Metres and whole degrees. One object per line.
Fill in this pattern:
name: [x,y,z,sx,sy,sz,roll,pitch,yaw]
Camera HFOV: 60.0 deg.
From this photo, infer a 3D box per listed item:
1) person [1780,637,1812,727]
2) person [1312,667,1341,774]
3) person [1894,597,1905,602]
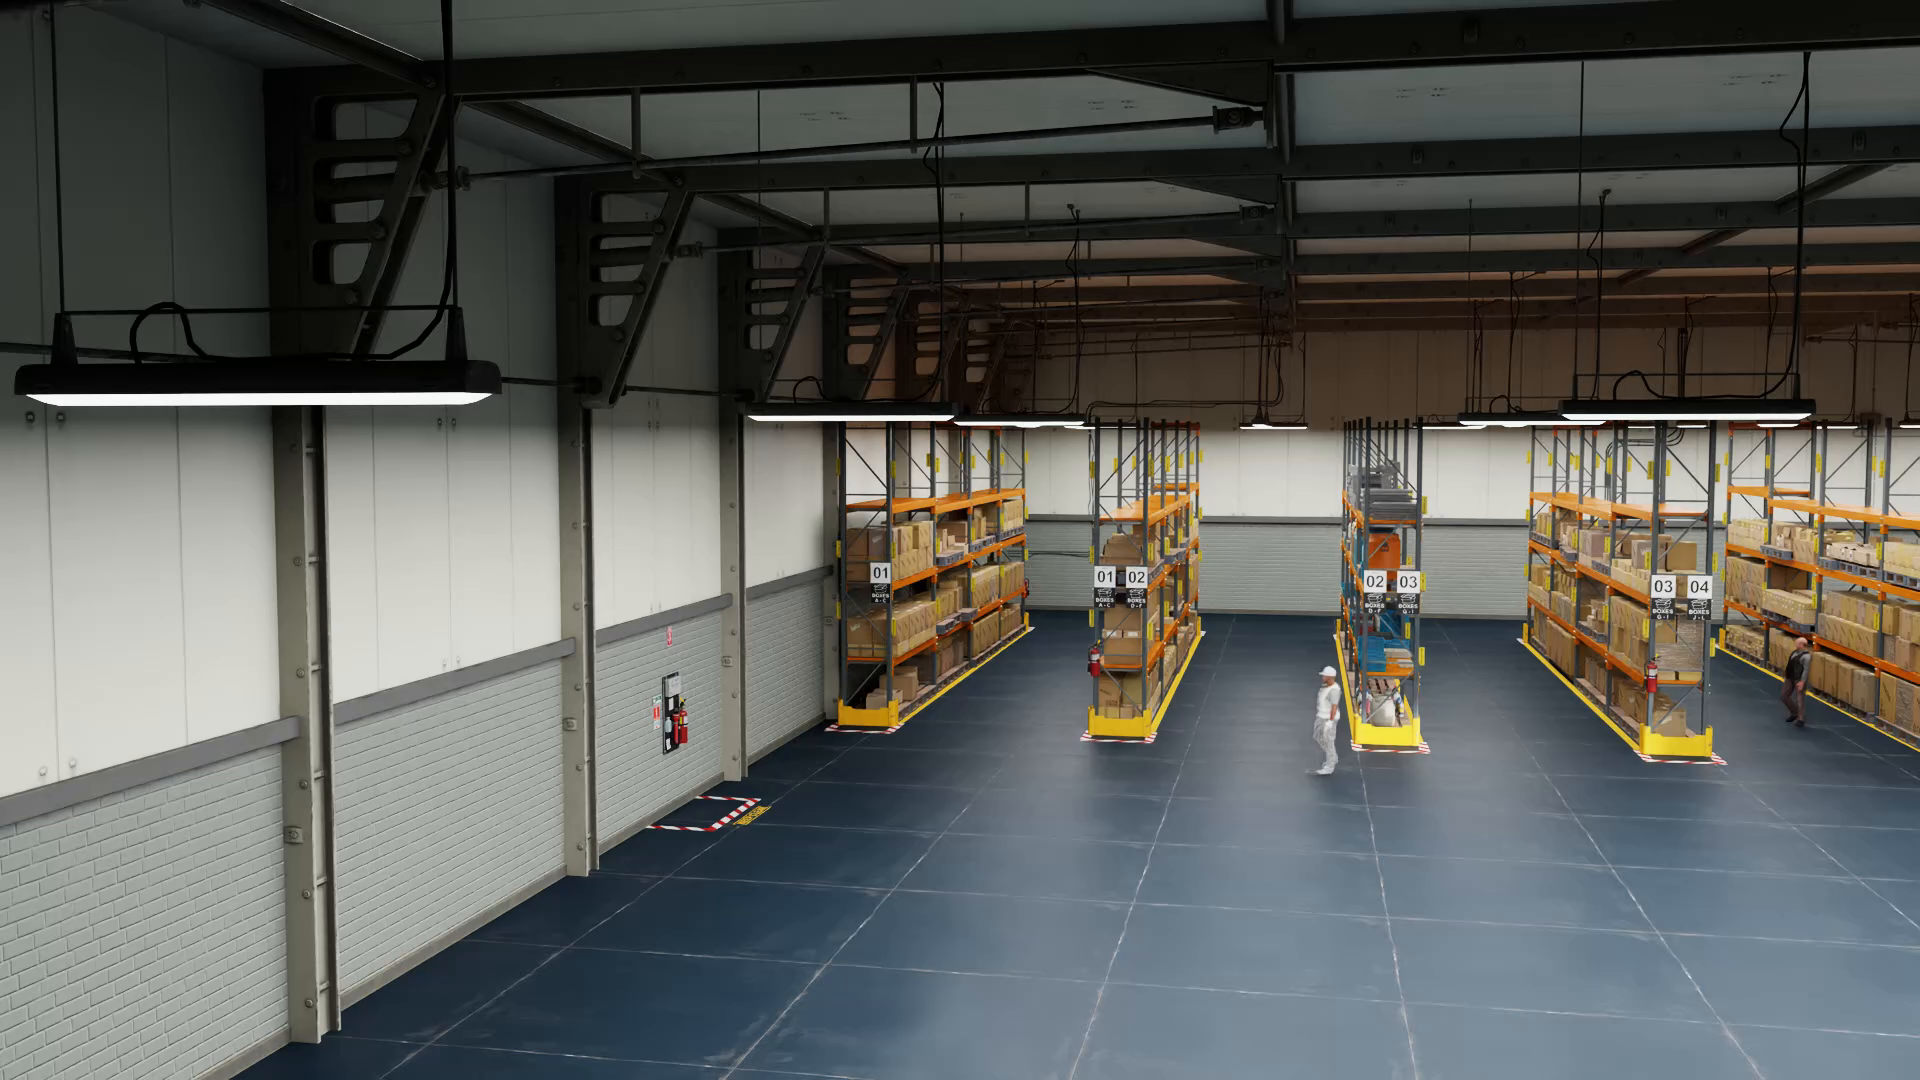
person: [16.356,2.756,32.468,0.424,1.730,0.620,-1,4,-14]
person: [6.164,3.008,27.946,0.518,1.785,0.643,-1,4,-13]
person: [22.463,2.260,39.849,0.612,1.818,0.603,0,4,-5]
